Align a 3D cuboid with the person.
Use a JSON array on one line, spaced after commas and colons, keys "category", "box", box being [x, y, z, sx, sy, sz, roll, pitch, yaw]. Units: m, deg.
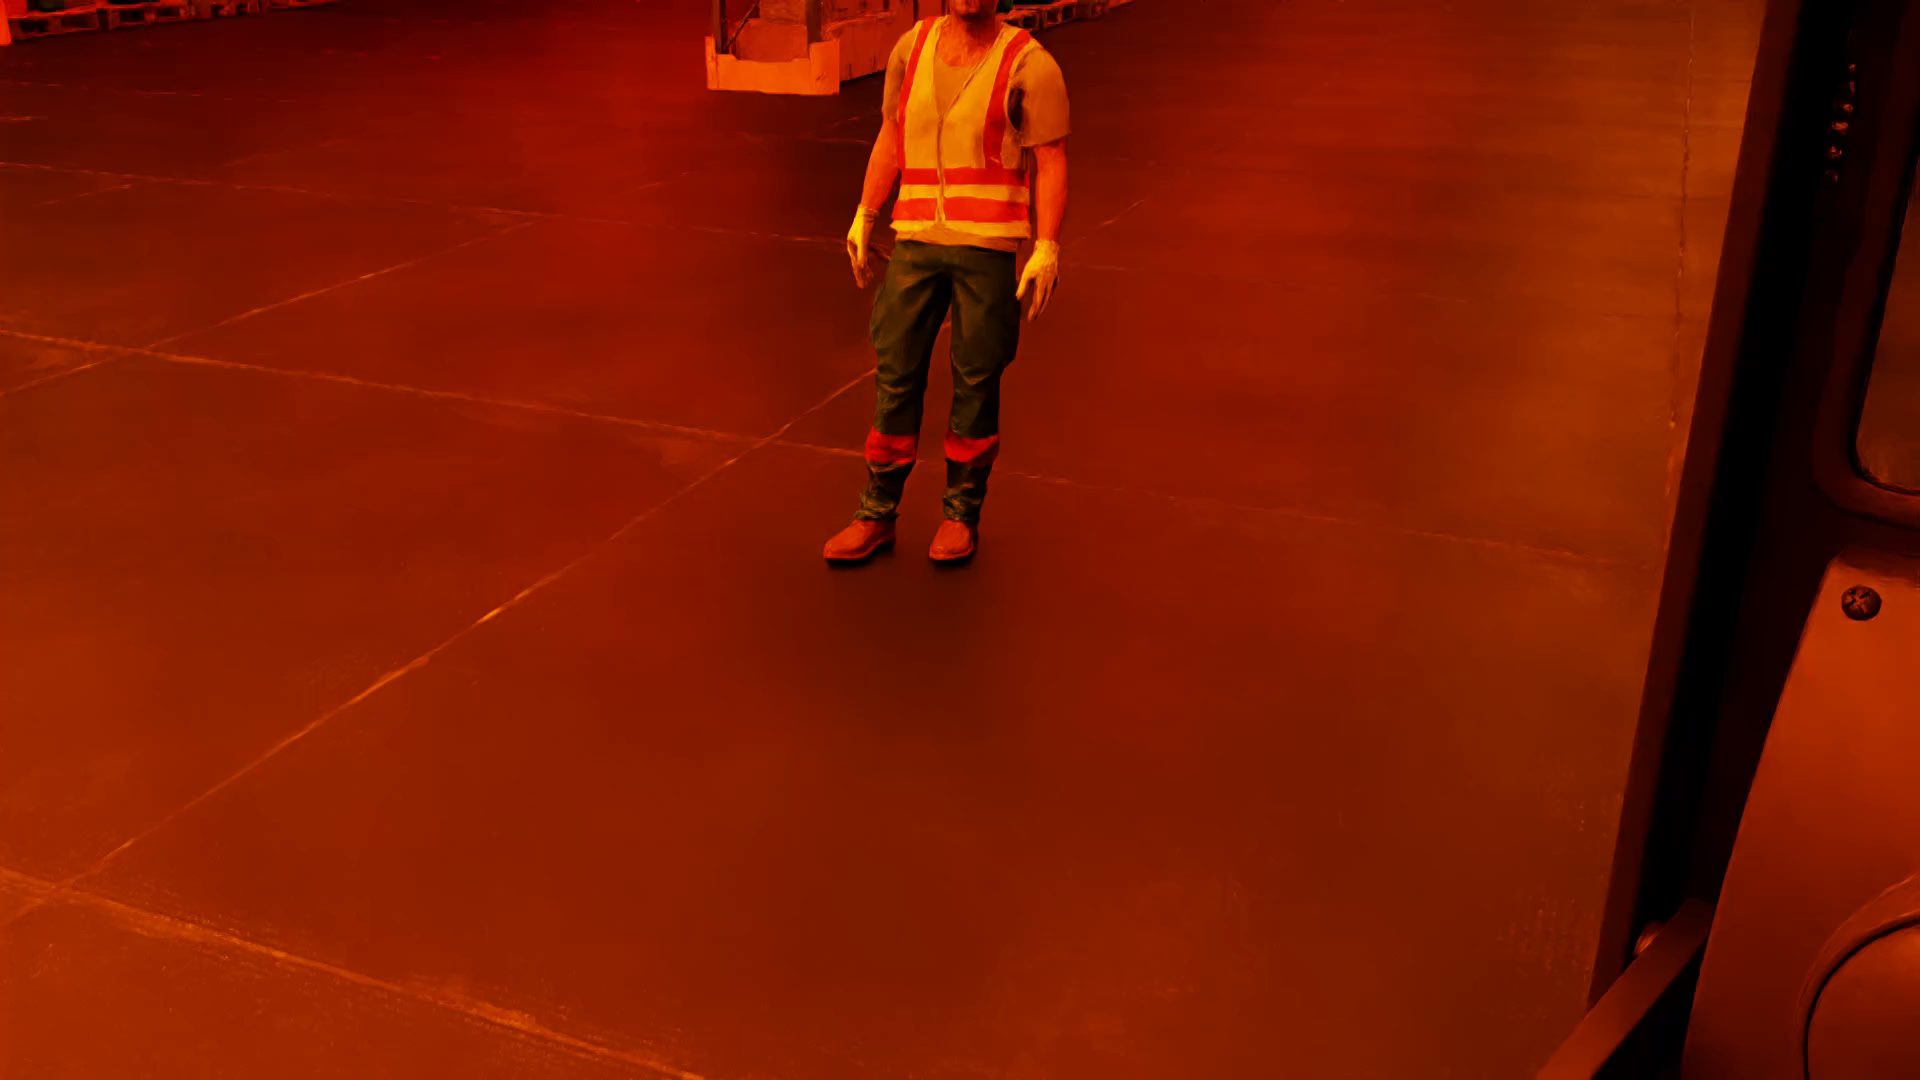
[{"category": "person", "box": [-0.041, -0.805, 4.681, 0.637, 1.787, 0.563, 9, 24, 21]}]
